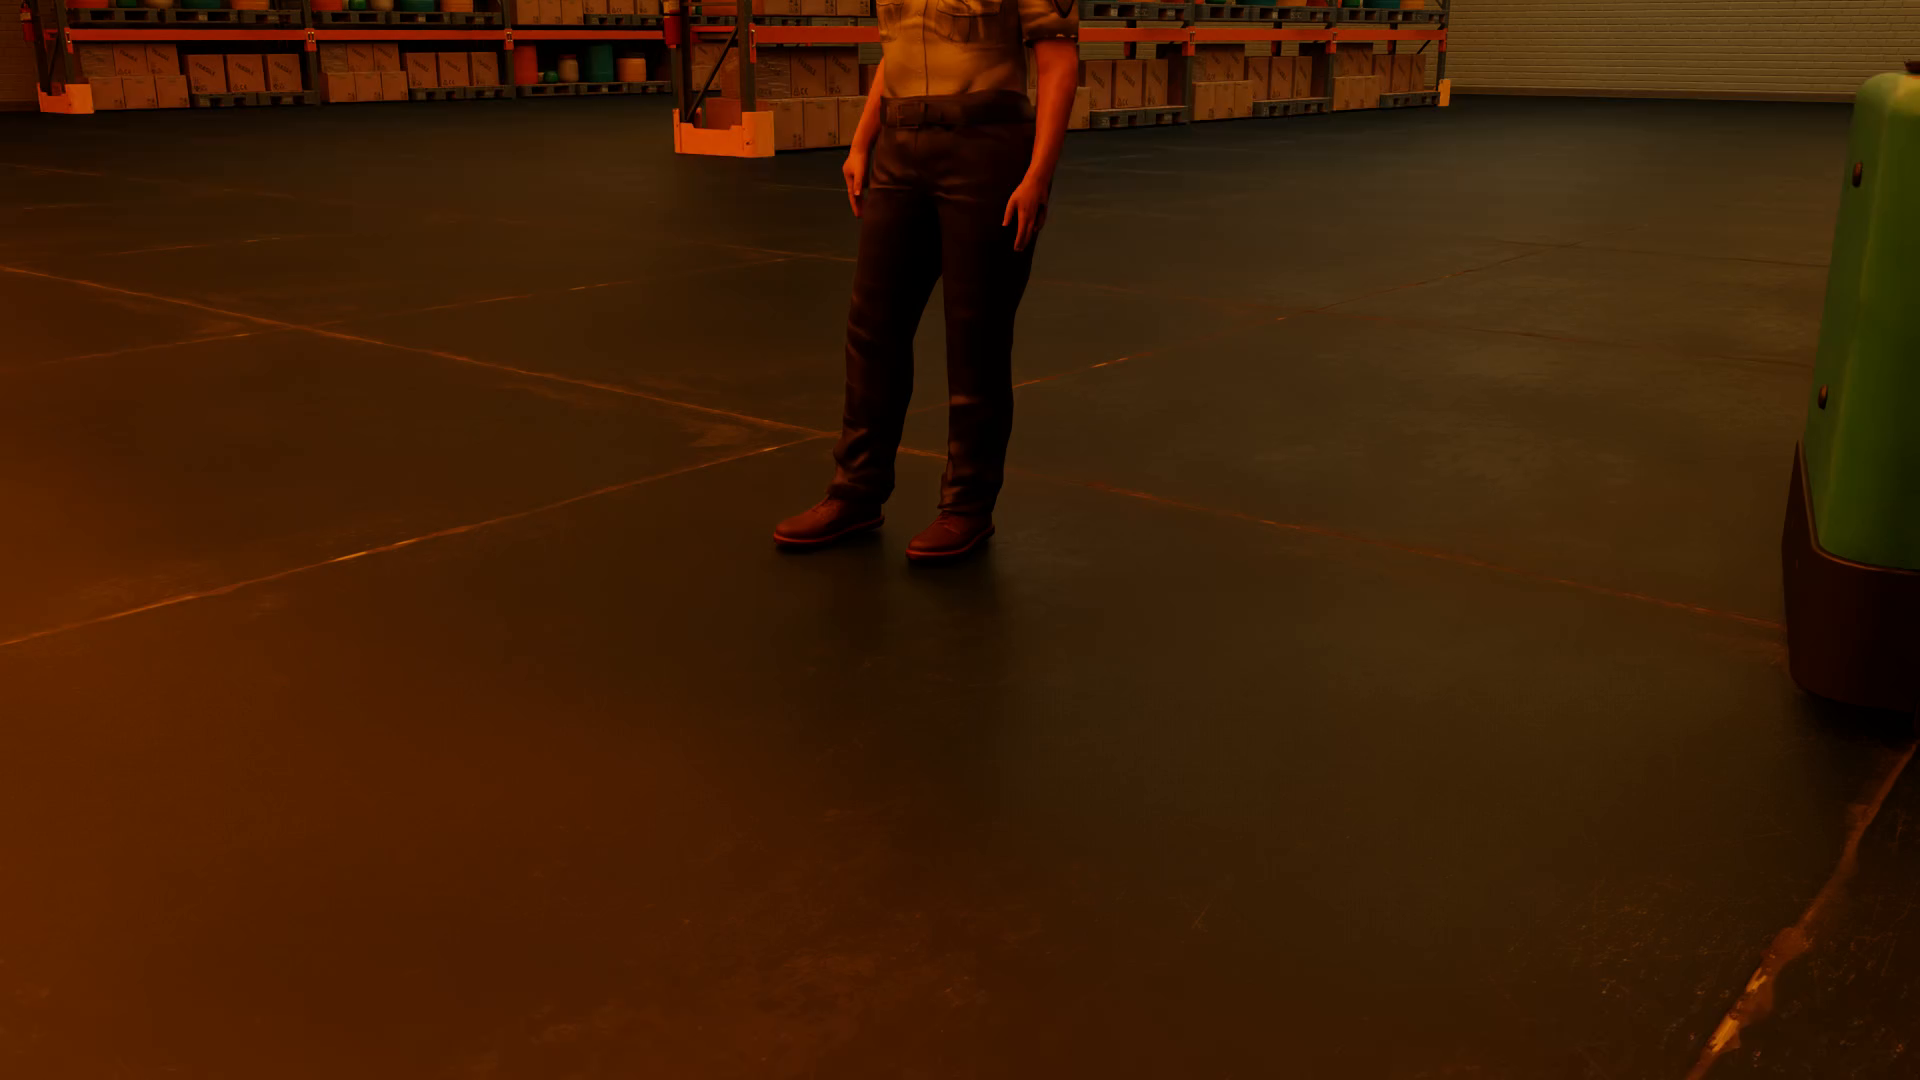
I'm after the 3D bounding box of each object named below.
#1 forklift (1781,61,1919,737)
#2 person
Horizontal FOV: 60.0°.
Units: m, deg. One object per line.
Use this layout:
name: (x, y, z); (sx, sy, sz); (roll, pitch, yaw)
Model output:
forklift: (3.007, -1.025, 2.274); (3.031, 2.935, 1.130); (7, 18, 23)
person: (-0.074, -0.774, 3.650); (0.598, 1.638, 0.503); (13, 21, 37)
